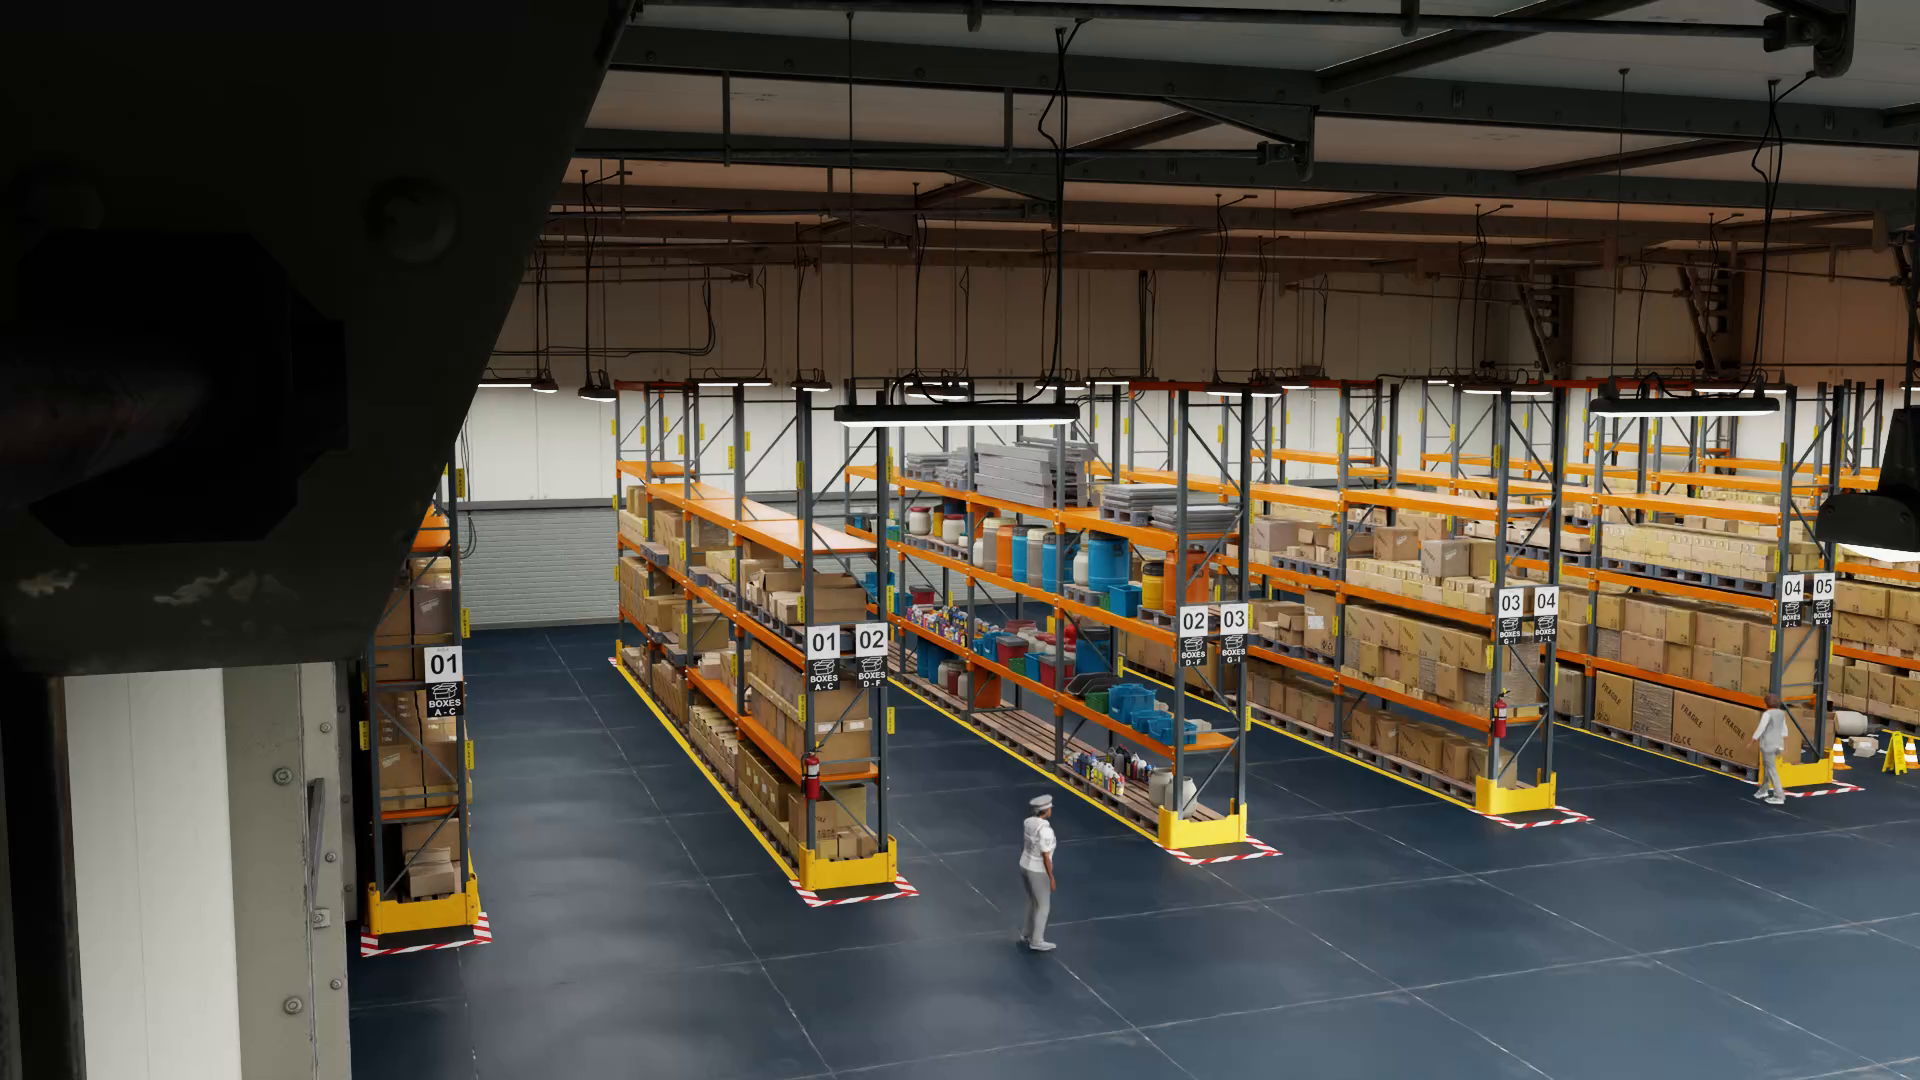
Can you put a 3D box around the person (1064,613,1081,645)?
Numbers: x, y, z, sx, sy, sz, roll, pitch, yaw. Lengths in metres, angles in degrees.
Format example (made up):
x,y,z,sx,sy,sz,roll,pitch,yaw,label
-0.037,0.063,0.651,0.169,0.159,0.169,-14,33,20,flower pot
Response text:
x,y,z,sx,sy,sz,roll,pitch,yaw,label
2.106,2.197,31.025,0.537,1.707,0.539,3,7,22,person

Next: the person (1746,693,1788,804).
x,y,z,sx,sy,sz,roll,pitch,yaw,label
11.721,3.014,24.063,0.508,1.612,0.692,-2,6,-15,person

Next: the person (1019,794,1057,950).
x,y,z,sx,sy,sz,roll,pitch,yaw,label
0.851,3.636,18.072,0.349,1.738,0.542,-3,7,-24,person
